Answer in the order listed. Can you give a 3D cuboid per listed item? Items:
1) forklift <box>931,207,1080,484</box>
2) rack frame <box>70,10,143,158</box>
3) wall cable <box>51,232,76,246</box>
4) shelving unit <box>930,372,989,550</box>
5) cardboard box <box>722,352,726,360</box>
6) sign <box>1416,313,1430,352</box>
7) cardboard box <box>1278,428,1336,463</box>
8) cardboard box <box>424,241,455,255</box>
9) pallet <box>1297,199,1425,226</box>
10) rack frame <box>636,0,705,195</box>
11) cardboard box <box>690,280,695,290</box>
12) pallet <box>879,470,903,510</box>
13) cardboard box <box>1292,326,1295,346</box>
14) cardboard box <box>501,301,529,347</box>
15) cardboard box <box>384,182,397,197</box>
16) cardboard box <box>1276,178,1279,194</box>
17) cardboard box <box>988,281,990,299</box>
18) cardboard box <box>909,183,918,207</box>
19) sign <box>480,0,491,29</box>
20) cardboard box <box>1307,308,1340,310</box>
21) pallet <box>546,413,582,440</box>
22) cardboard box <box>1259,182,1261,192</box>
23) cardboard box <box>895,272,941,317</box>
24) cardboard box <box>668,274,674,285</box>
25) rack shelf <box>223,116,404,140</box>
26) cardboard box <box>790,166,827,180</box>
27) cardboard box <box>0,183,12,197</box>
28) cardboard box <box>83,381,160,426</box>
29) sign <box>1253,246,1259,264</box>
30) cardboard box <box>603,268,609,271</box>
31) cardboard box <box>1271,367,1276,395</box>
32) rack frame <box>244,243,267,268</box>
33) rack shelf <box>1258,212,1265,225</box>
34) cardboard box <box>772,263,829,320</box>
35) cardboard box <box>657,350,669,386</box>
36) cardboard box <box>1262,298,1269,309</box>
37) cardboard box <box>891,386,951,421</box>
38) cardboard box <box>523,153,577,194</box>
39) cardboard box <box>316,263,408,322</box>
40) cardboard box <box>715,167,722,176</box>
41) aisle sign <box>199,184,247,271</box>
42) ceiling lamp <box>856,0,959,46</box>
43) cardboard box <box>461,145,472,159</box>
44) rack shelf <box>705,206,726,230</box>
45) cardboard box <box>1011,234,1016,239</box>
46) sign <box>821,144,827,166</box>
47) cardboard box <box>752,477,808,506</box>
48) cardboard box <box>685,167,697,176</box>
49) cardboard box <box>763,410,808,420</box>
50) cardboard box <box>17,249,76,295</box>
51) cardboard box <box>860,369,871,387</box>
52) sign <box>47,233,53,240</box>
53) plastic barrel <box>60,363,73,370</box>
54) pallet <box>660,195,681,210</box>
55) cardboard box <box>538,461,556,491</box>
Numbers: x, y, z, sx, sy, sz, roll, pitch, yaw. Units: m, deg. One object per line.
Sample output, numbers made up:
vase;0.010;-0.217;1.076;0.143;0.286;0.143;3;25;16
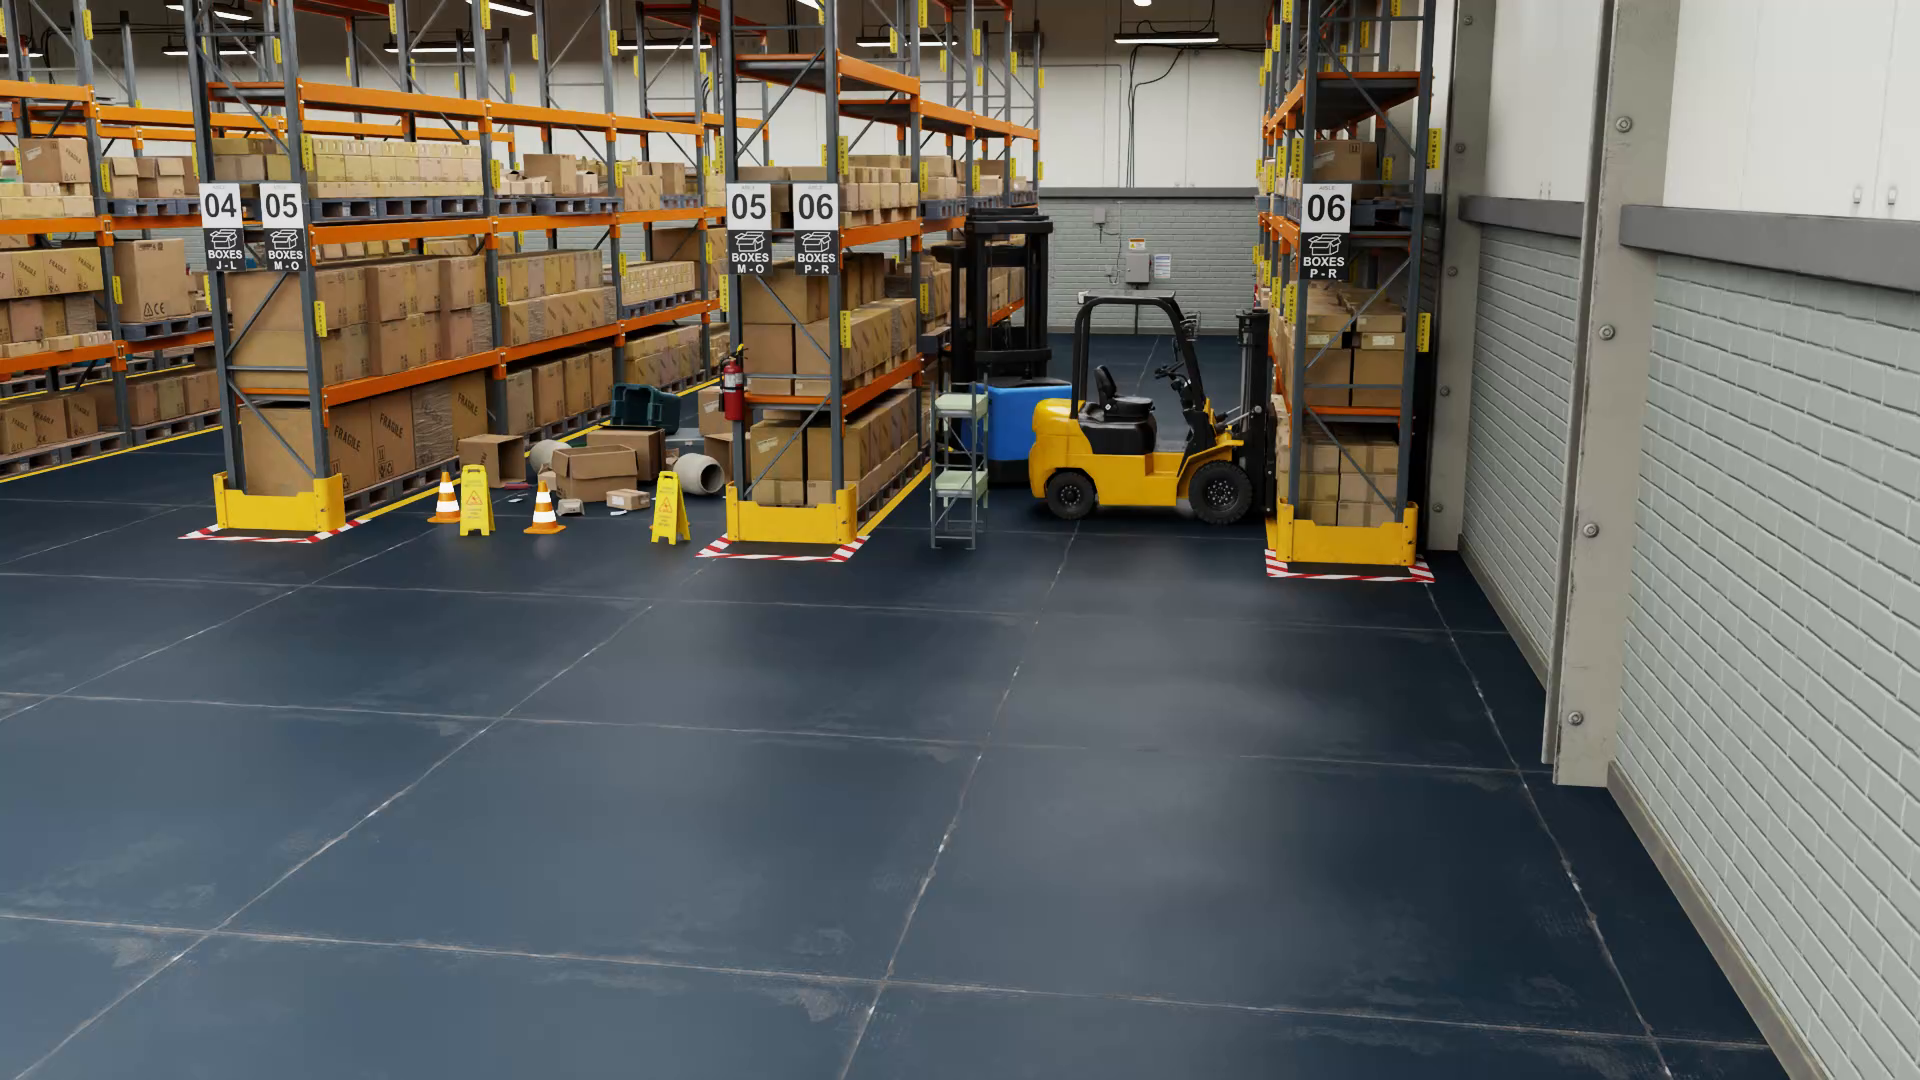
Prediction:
forklift;0.330;-2.301;18.971;1.130;2.935;3.031;-5;13;-20
rack frame;-14.396;-7.376;28.115;1.000;3.000;0.127;2;12;9
wall cable;-22.347;-8.177;39.205;3.097;2.526;0.112;2;12;9
shelving unit;-0.001;-0.732;15.086;0.431;1.500;0.755;2;12;9
cardboard box;-4.226;-3.141;28.476;0.380;0.149;0.250;2;12;7
sign;3.897;-1.746;13.990;0.100;0.325;0.005;2;12;9
cardboard box;3.185;-0.866;15.304;0.500;0.250;0.500;2;12;10
cardboard box;-9.092;-4.915;28.806;0.500;0.500;0.500;2;12;9
pallet;3.484;-2.873;14.551;1.003;0.211;1.213;2;12;9
rack frame;-4.617;-7.034;26.527;1.000;3.000;0.127;2;12;9
cardboard box;-4.482;-4.094;26.728;0.380;0.149;0.250;2;12;7
pallet;-1.194;-0.537;17.243;1.003;0.211;1.213;2;12;9
cardboard box;3.136;-1.805;14.728;0.380;0.149;0.250;2;12;10
cardboard box;-5.500;-2.585;19.888;0.500;0.500;0.500;2;12;9
cardboard box;-5.899;-3.524;16.725;0.380;0.149;0.250;2;12;8
cardboard box;4.249;-4.487;20.359;0.700;0.500;0.500;2;12;8
cardboard box;0.166;-3.608;24.043;0.500;0.250;0.500;2;12;8
cardboard box;-0.742;-3.734;17.985;0.500;0.250;0.500;2;12;8
sign;-5.302;-5.879;18.577;0.100;0.325;0.005;2;12;9
cardboard box;3.217;-2.004;14.946;0.380;0.149;0.250;2;12;10
pallet;-5.618;-1.490;21.664;1.003;0.211;1.213;2;12;9
cardboard box;4.682;-5.297;24.952;0.380;0.149;0.250;2;12;9
cardboard box;-0.508;-2.888;19.592;0.500;0.500;0.500;2;12;9
cardboard box;-4.642;-4.022;25.686;0.380;0.149;0.250;1;12;6
rack shelf;-9.810;-6.252;25.556;1.077;0.370;4.000;2;12;9
cardboard box;-1.299;-3.264;14.860;0.380;0.149;0.250;2;12;8
cardboard box;-10.695;-3.854;18.301;0.380;0.149;0.250;2;12;11
cardboard box;-10.617;-1.738;21.082;0.700;0.500;0.500;1;12;4
sign;5.274;-5.075;29.623;0.100;0.325;0.005;2;12;9
cardboard box;-5.448;-3.971;24.743;0.380;0.149;0.250;2;12;9
cardboard box;4.471;-1.884;21.511;0.875;0.625;0.625;2;12;10
rack frame;-10.117;-3.450;24.138;1.000;3.000;0.127;2;12;9
rack shelf;5.503;-5.332;27.461;1.077;0.370;4.000;2;12;9
cardboard box;-1.607;-2.365;15.788;0.700;0.500;0.500;2;12;9
cardboard box;-4.723;-2.602;25.142;0.500;0.500;0.500;2;12;7
cardboard box;4.302;-3.200;22.580;0.380;0.149;0.250;2;12;10
cardboard box;-0.528;-1.778;21.623;0.950;0.372;0.625;2;12;8
cardboard box;-5.223;-4.667;21.193;0.500;0.500;0.500;2;12;9
cardboard box;-6.153;-2.510;16.856;0.875;0.550;0.550;2;12;9
cardboard box;-4.190;-6.148;27.762;0.380;0.149;0.250;2;12;7
aisle sign;-6.770;-2.869;15.270;0.394;0.787;0.004;2;12;9
ceiling lamp;-1.078;-11.218;32.086;2.000;3.185;0.800;2;12;9
cardboard box;-5.627;-4.284;18.358;0.380;0.149;0.250;2;12;8
rack shelf;-4.309;-5.632;28.850;1.077;0.370;4.000;2;12;9
cardboard box;0.715;-5.032;27.328;0.380;0.149;0.250;2;12;8
sign;-1.489;-4.225;18.453;0.100;0.325;0.005;2;12;9
cardboard box;-1.693;-0.507;16.011;0.500;0.250;0.500;2;12;8
cardboard box;-4.333;-5.986;27.009;0.380;0.149;0.250;2;12;8
cardboard box;-1.700;-1.262;16.197;0.380;0.149;0.250;2;12;10
cardboard box;-10.605;-3.094;19.168;0.500;0.500;0.500;2;12;9
cardboard box;-1.069;-1.562;15.973;0.380;0.149;0.250;2;12;10
sign;-18.130;-6.135;33.101;0.100;0.325;0.005;2;12;9
plastic barrel;-14.781;-3.057;27.226;0.421;0.512;0.421;0;12;0
pallet;-4.973;-5.134;25.280;1.213;0.211;1.003;2;12;9
cardboard box;-4.292;-0.682;17.782;0.396;0.266;0.258;4;13;18
